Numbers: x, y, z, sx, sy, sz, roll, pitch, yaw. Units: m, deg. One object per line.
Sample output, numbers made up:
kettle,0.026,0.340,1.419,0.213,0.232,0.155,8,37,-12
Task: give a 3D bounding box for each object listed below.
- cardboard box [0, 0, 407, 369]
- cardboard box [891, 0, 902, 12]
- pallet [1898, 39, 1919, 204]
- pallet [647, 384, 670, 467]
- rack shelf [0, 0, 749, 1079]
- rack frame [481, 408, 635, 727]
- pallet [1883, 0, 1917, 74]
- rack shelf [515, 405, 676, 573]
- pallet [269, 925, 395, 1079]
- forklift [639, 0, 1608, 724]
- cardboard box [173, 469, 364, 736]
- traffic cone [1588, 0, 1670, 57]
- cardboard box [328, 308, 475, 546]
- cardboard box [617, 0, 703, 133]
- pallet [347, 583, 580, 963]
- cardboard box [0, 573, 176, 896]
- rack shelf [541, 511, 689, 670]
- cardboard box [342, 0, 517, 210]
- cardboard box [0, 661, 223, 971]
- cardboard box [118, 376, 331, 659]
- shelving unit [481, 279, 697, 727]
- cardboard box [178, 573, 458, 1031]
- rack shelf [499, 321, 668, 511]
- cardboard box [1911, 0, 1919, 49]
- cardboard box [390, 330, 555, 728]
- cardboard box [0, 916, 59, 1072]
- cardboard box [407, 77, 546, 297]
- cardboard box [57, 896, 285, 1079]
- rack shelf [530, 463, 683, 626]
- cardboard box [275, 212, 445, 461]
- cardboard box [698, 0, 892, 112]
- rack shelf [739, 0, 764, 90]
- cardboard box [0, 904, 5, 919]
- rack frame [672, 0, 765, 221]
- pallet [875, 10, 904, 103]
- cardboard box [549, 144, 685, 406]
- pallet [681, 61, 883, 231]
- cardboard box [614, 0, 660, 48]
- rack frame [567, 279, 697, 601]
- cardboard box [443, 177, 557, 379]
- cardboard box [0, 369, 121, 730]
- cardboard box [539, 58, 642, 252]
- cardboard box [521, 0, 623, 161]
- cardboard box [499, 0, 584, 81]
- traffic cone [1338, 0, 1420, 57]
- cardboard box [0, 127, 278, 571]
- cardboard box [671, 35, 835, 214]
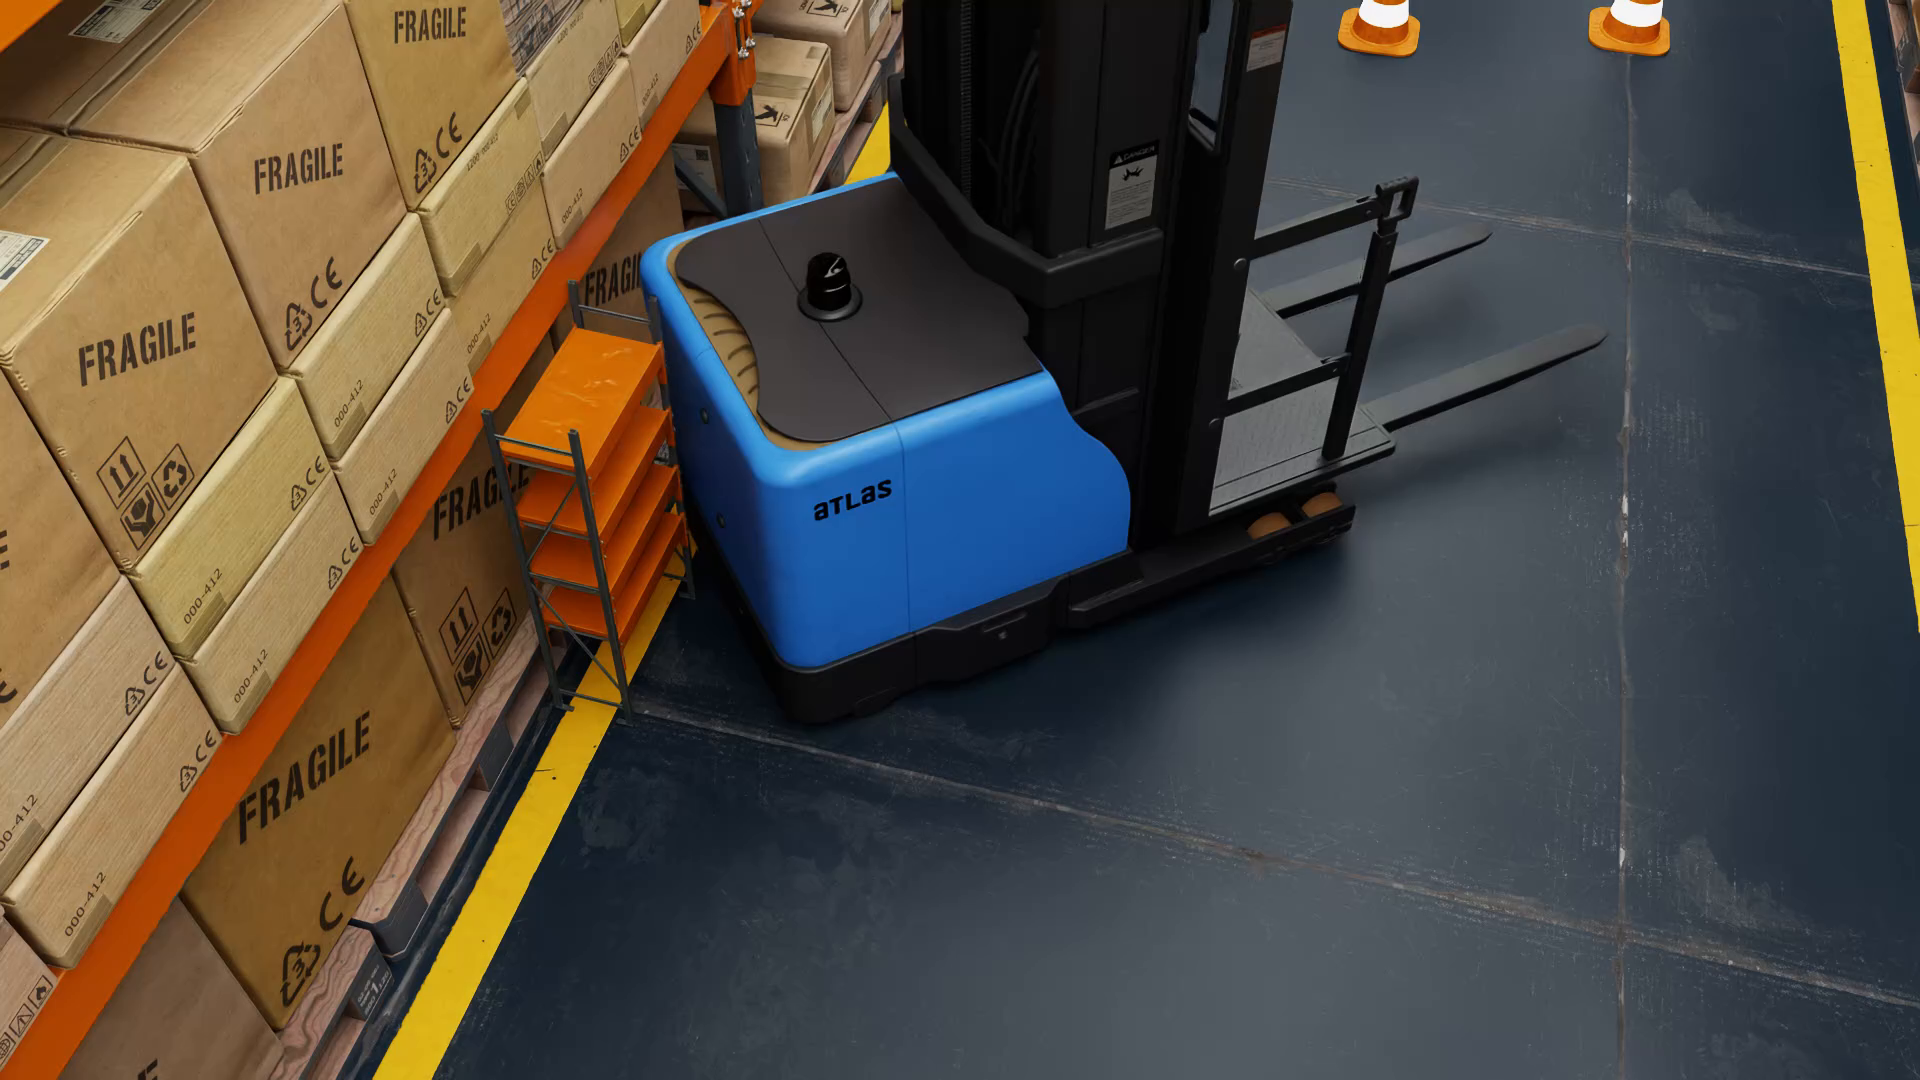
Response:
cardboard box,-1.445,-0.709,3.142,0.500,0.500,0.500,11,49,9
cardboard box,-0.607,-2.625,7.039,0.950,0.372,0.625,13,50,11
pallet,4.248,-1.475,6.411,1.003,0.211,1.213,12,50,10
pallet,-1.437,-0.388,5.452,1.003,0.211,1.213,12,50,10
rack shelf,-1.684,-0.182,3.889,1.077,0.370,4.000,12,50,10
rack frame,-1.030,0.114,4.342,0.240,1.200,0.015,13,50,8
pallet,4.567,-2.360,7.192,1.003,0.211,1.213,12,50,10
rack shelf,-0.959,-0.165,4.380,0.258,0.148,0.480,13,50,8
pallet,-2.080,1.377,3.894,1.003,0.211,1.213,12,50,10
forklift,0.662,-1.230,4.381,3.031,2.935,1.130,-20,52,-17
cardboard box,-1.555,0.068,3.289,0.500,0.250,0.500,11,50,10
traffic cone,2.888,-2.344,7.010,0.336,0.463,0.334,12,50,10
cardboard box,-1.414,-0.292,3.607,0.500,0.250,0.500,11,49,9
cardboard box,-1.040,-1.400,4.585,0.500,0.250,0.500,10,49,9
pallet,-1.761,0.491,4.675,1.003,0.211,1.213,12,50,10
cardboard box,-1.712,0.266,2.781,0.500,0.250,0.500,12,50,11
rack shelf,-0.975,0.111,4.699,0.258,0.148,0.480,13,50,8
cardboard box,-1.305,-1.074,3.464,0.500,0.500,0.500,12,50,10
cardboard box,-1.705,0.436,2.965,0.500,0.250,0.500,10,49,9
cardboard box,-1.554,-0.094,3.099,0.500,0.250,0.500,12,50,11
shelving unit,-0.965,-0.062,4.498,0.258,1.200,0.503,13,50,8
cardboard box,-1.894,0.472,3.970,0.875,0.875,0.875,13,50,11
rack shelf,-0.951,-0.319,4.201,0.258,0.148,0.480,13,50,8
cardboard box,4.363,-2.087,6.311,1.050,0.750,0.750,12,50,10
cardboard box,-1.658,-0.175,4.541,0.875,0.875,0.875,12,50,10
cardboard box,-1.840,0.810,2.634,0.500,0.250,0.500,11,49,9
cardboard box,-1.286,-0.836,3.754,0.500,0.250,0.500,10,49,9
cardboard box,-2.124,1.127,3.392,0.875,0.875,0.875,13,50,11
rack shelf,-0.968,-0.018,4.549,0.258,0.148,0.480,13,50,8
cardboard box,-1.422,-0.460,3.422,0.500,0.250,0.500,10,49,9
cardboard box,-0.812,-2.078,6.556,0.950,0.372,0.625,11,49,9
rack shelf,-0.631,-3.075,6.443,1.077,0.370,4.000,12,50,10
cardboard box,-1.822,0.649,2.444,0.500,0.250,0.500,10,49,9
rack frame,-1.157,-1.866,4.897,1.000,3.000,0.127,12,50,10
pallet,-0.627,-2.388,7.217,1.003,0.211,1.213,12,50,10
cardboard box,-1.419,-0.819,5.109,0.875,0.875,0.875,11,50,10
pallet,-0.950,-1.509,6.441,1.003,0.211,1.213,12,50,10
cardboard box,-1.040,-1.582,4.412,0.500,0.250,0.500,11,50,10
rack frame,-0.901,-0.239,4.654,0.240,1.200,0.015,13,50,8
cardboard box,-1.307,-0.666,3.937,0.500,0.250,0.500,11,50,10
cardboard box,-1.710,0.028,2.491,0.500,0.500,0.500,11,50,10
cardboard box,-1.159,-1.027,4.256,0.500,0.250,0.500,12,50,11
cardboard box,-1.171,-1.210,4.084,0.500,0.250,0.500,10,49,9
cardboard box,-1.168,-1.432,3.780,0.500,0.500,0.500,12,50,11
traffic cone,1.808,-2.340,7.006,0.336,0.463,0.334,12,50,10
cardboard box,-1.575,-0.334,2.811,0.500,0.500,0.500,10,49,9
cardboard box,-0.999,-1.542,6.083,0.950,0.372,0.625,9,49,7
